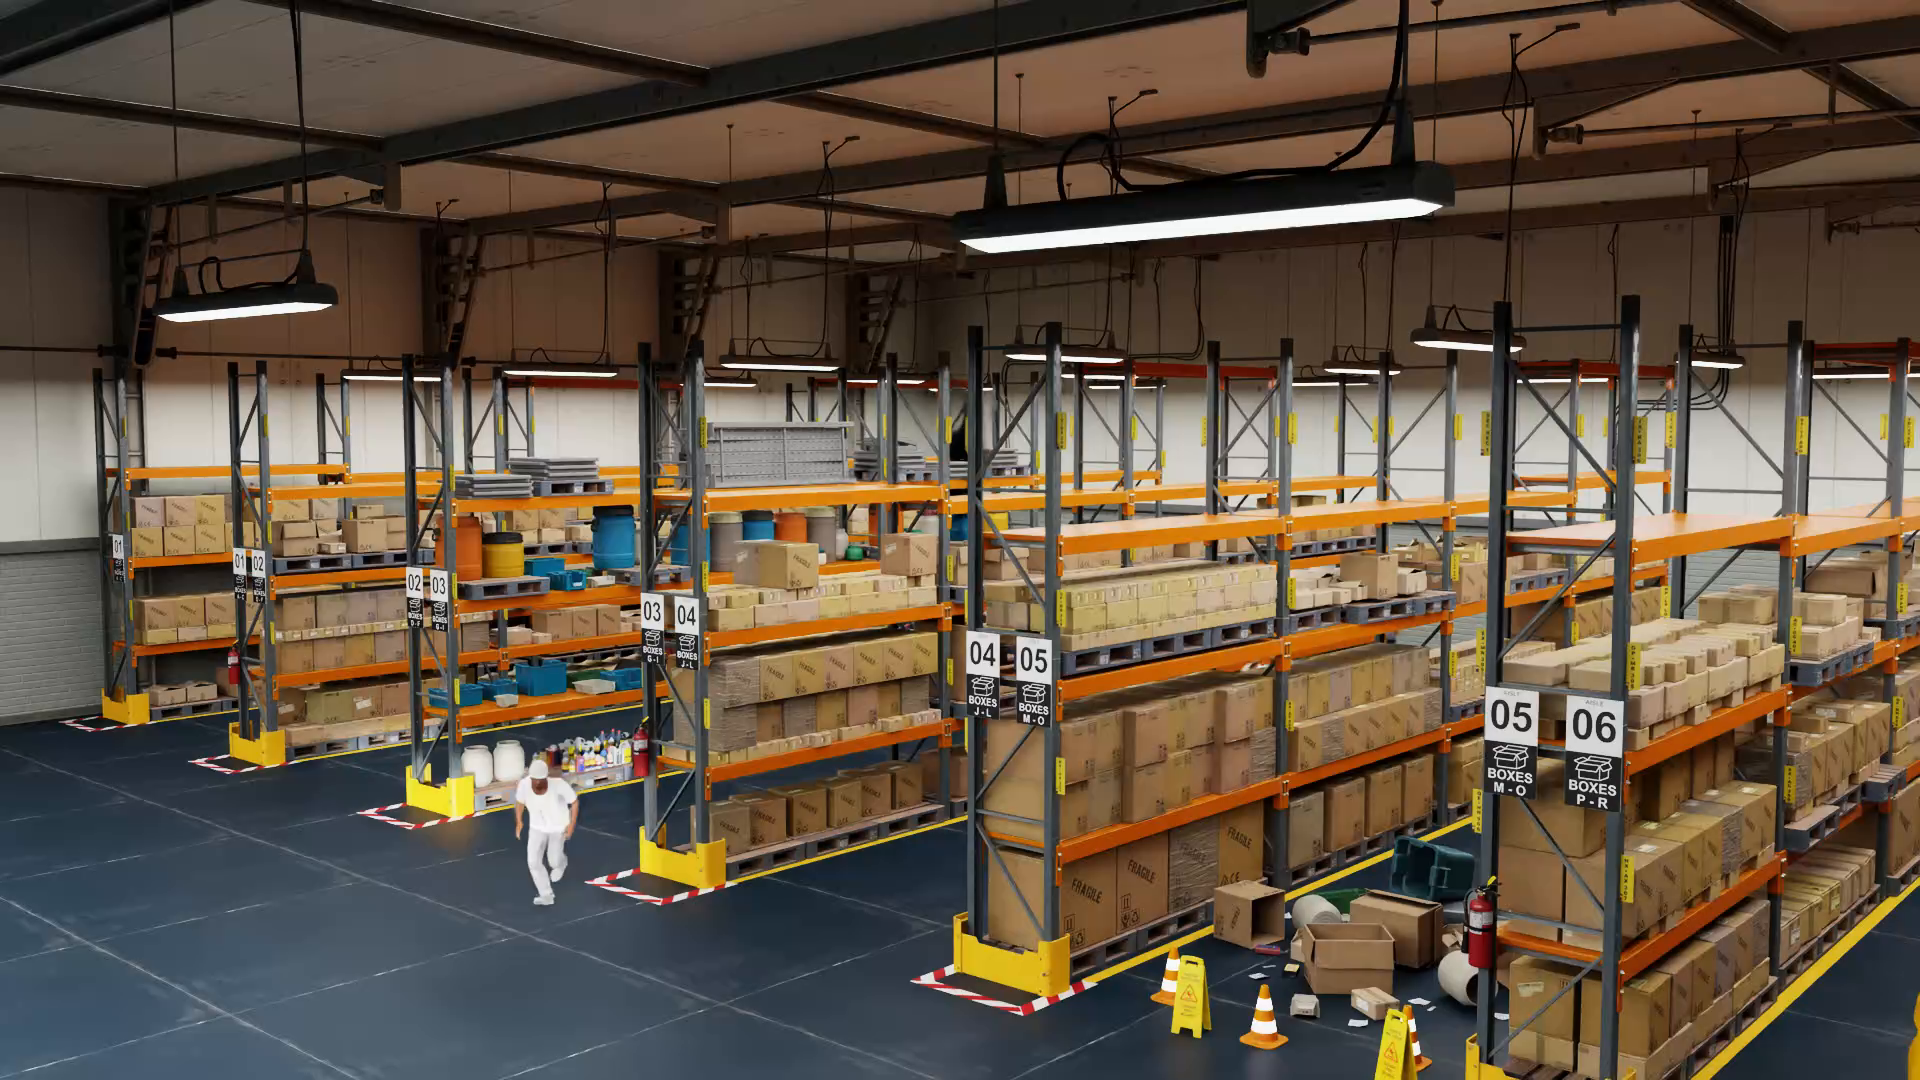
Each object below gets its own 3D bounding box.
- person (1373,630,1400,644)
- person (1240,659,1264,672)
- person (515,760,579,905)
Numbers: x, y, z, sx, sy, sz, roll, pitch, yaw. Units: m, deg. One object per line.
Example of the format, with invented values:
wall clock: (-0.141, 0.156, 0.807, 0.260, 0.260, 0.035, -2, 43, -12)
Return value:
person: (8.040, 2.015, 31.467, 0.609, 1.632, 0.922, -2, 5, -22)
person: (4.368, 2.488, 24.667, 0.711, 1.765, 0.880, 4, 6, 42)
person: (-4.376, 3.075, 17.771, 0.687, 1.617, 1.084, 0, 4, 3)
